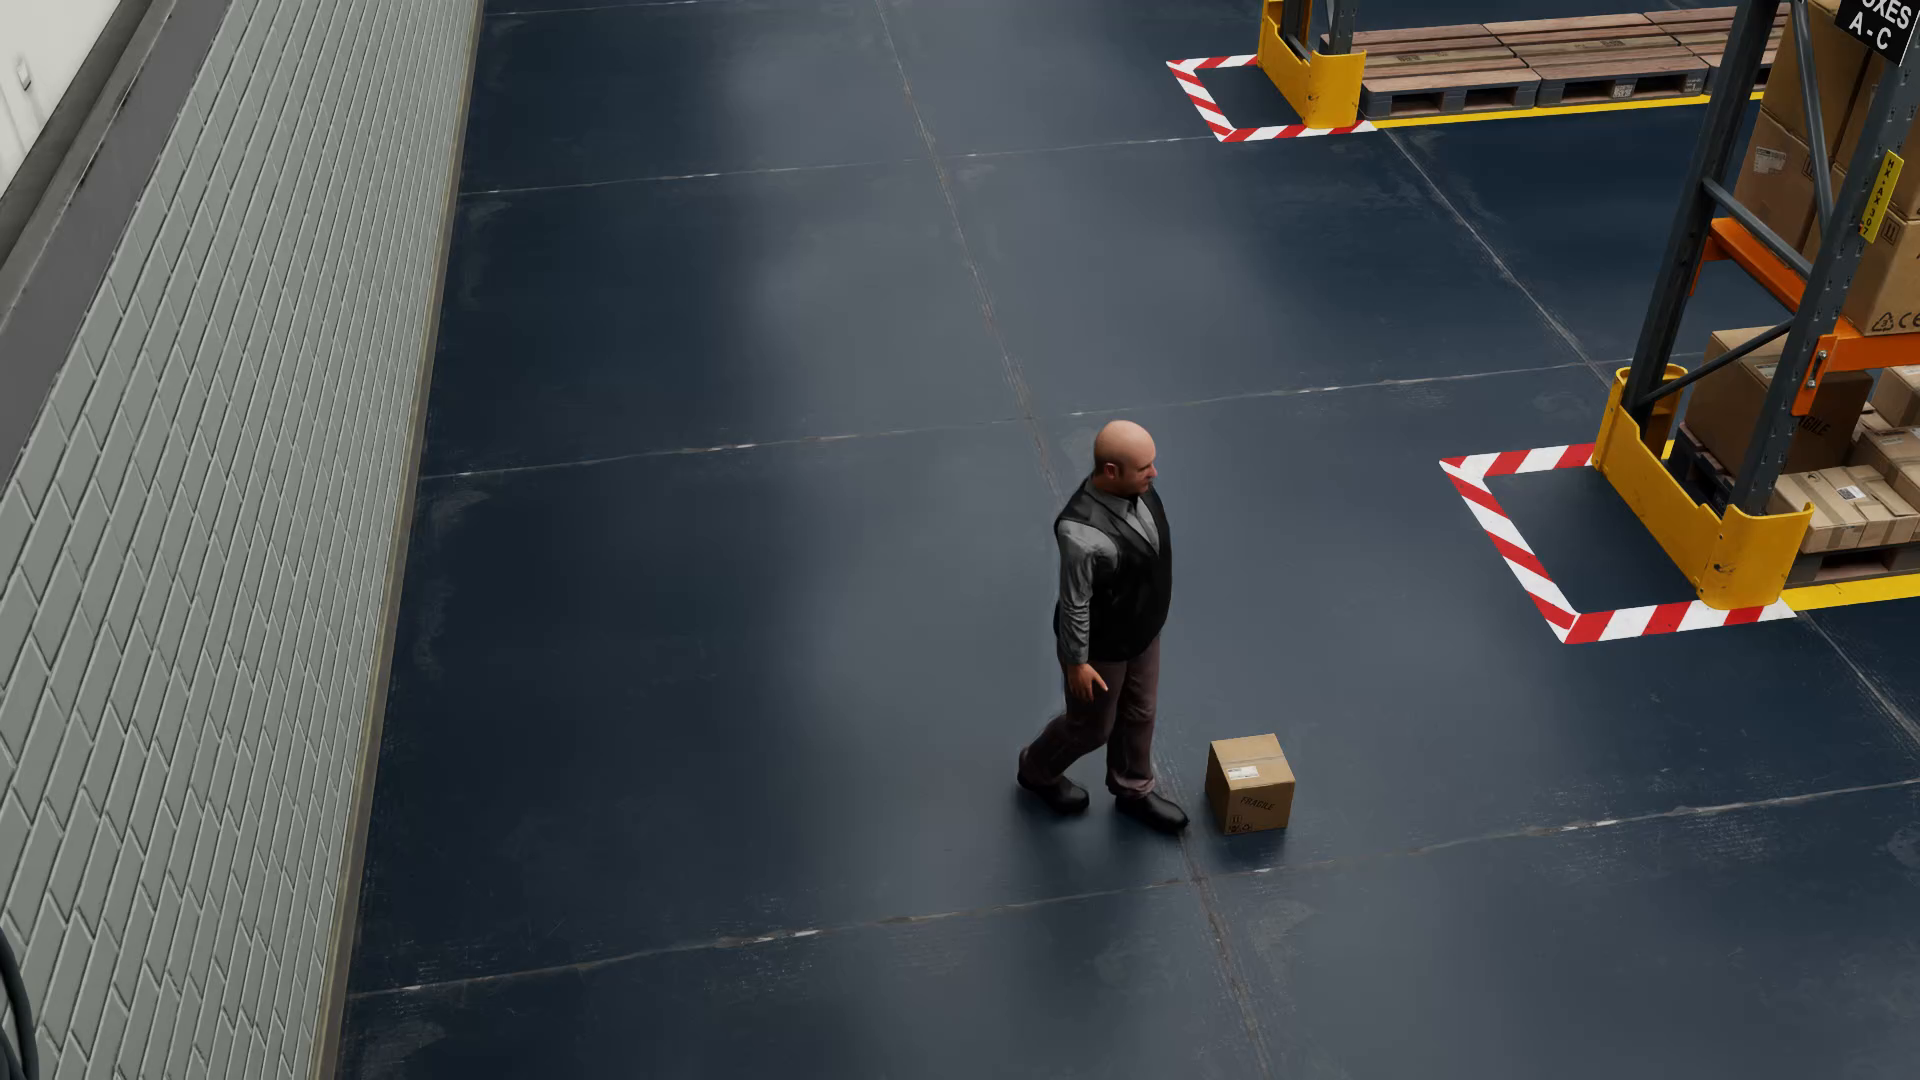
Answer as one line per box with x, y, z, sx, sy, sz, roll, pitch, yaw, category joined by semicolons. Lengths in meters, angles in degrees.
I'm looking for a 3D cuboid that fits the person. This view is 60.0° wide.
0.547;0.363;5.800;0.659;1.615;0.558;20;43;23;person
